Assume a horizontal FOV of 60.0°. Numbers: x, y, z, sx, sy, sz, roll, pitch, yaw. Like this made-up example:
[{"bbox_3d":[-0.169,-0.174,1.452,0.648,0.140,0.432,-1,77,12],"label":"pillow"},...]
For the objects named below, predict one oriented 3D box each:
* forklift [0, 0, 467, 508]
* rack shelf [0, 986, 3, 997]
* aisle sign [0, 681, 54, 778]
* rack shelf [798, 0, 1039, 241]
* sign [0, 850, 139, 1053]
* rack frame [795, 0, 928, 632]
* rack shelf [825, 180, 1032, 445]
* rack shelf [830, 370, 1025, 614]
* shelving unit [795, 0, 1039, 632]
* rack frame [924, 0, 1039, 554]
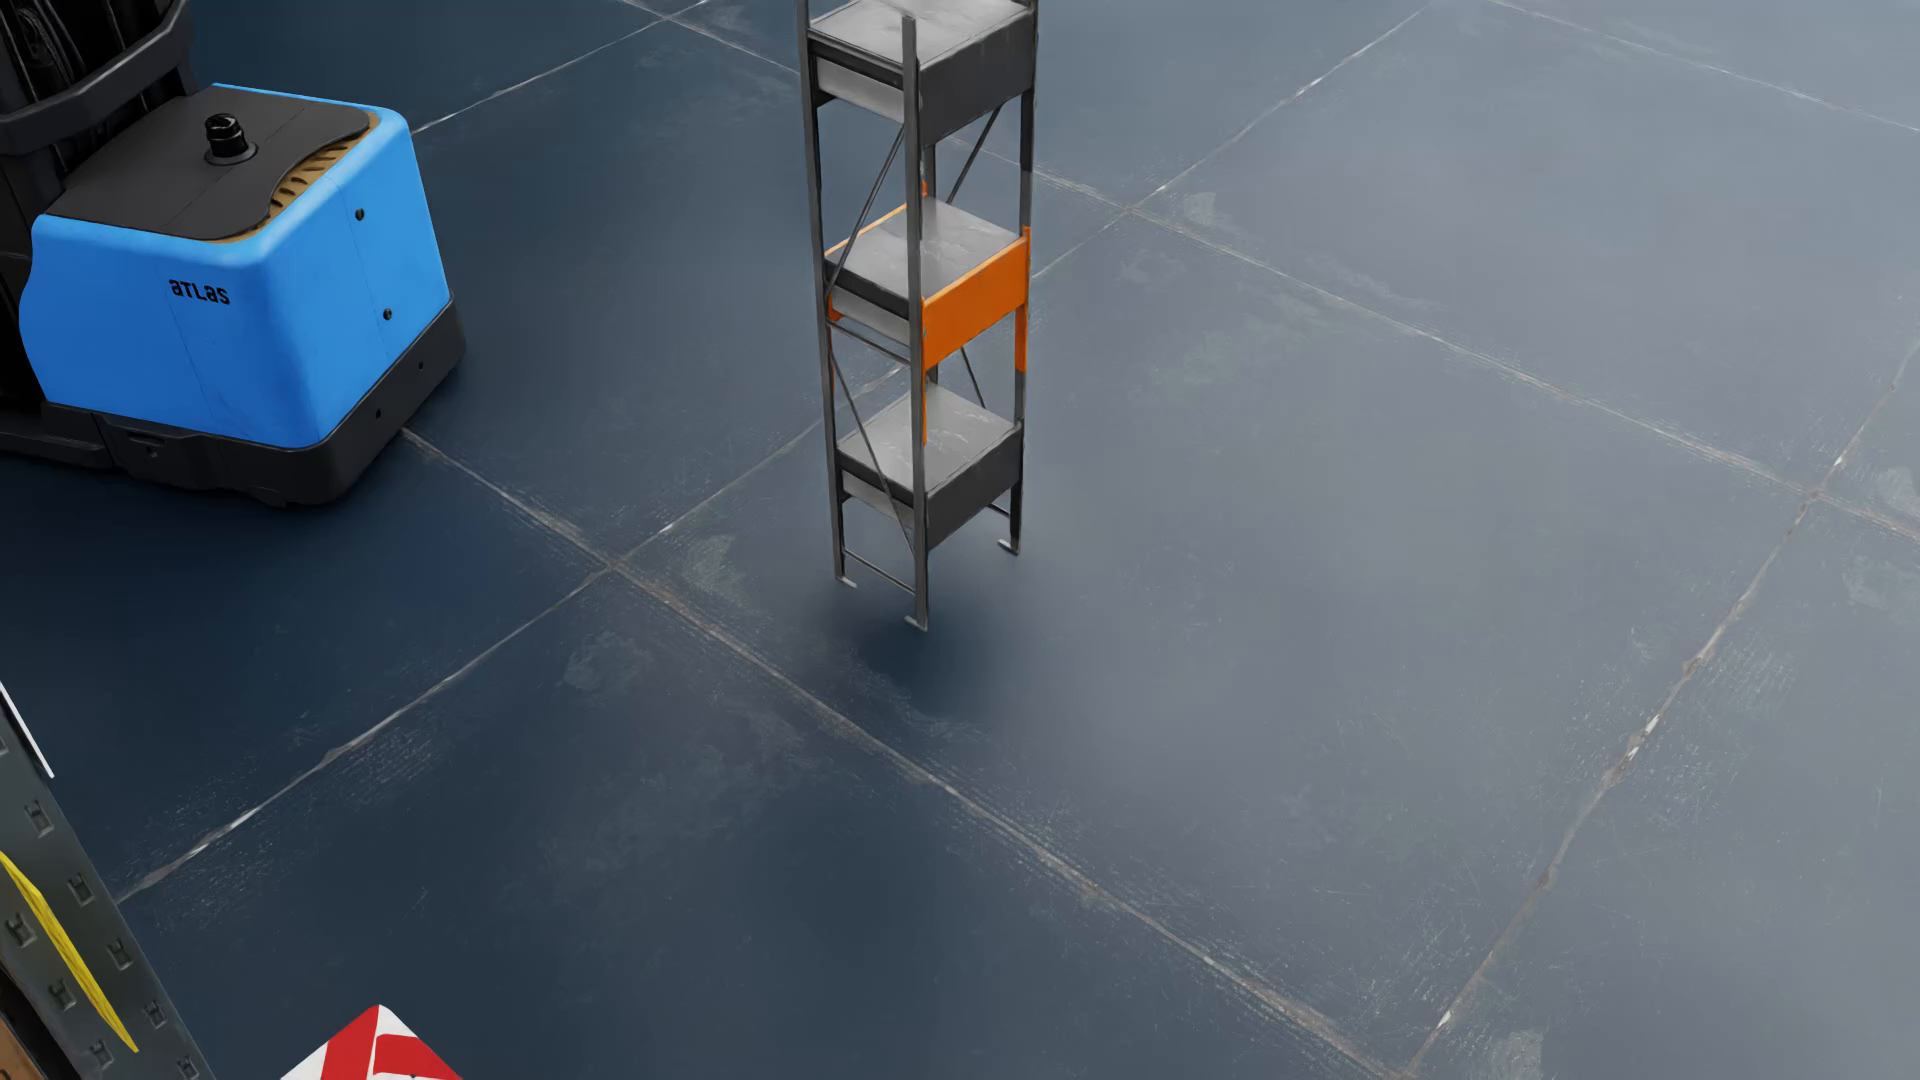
[{"bbox_3d":[-3.491,-1.755,5.501,3.031,2.935,1.130,11,43,12],"label":"forklift"},{"bbox_3d":[-2.738,2.056,1.794,1.077,0.370,4.000,29,50,28],"label":"rack shelf"},{"bbox_3d":[-1.175,-0.108,1.707,0.394,0.787,0.004,29,50,28],"label":"aisle sign"},{"bbox_3d":[-0.107,-1.199,4.488,0.431,0.518,0.480,29,50,28],"label":"rack shelf"},{"bbox_3d":[-1.044,0.486,1.949,0.100,0.325,0.005,29,50,28],"label":"sign"},{"bbox_3d":[-0.264,-0.566,4.812,0.400,2.100,0.015,29,50,28],"label":"rack frame"},{"bbox_3d":[-0.107,-0.682,4.959,0.431,0.518,0.480,29,50,28],"label":"rack shelf"},{"bbox_3d":[-0.107,-0.164,5.430,0.431,0.518,0.480,29,50,28],"label":"rack shelf"},{"bbox_3d":[-0.107,-0.692,4.950,0.431,2.100,0.503,29,50,28],"label":"shelving unit"},{"bbox_3d":[0.050,-0.817,5.088,0.400,2.100,0.015,29,50,28],"label":"rack frame"}]
